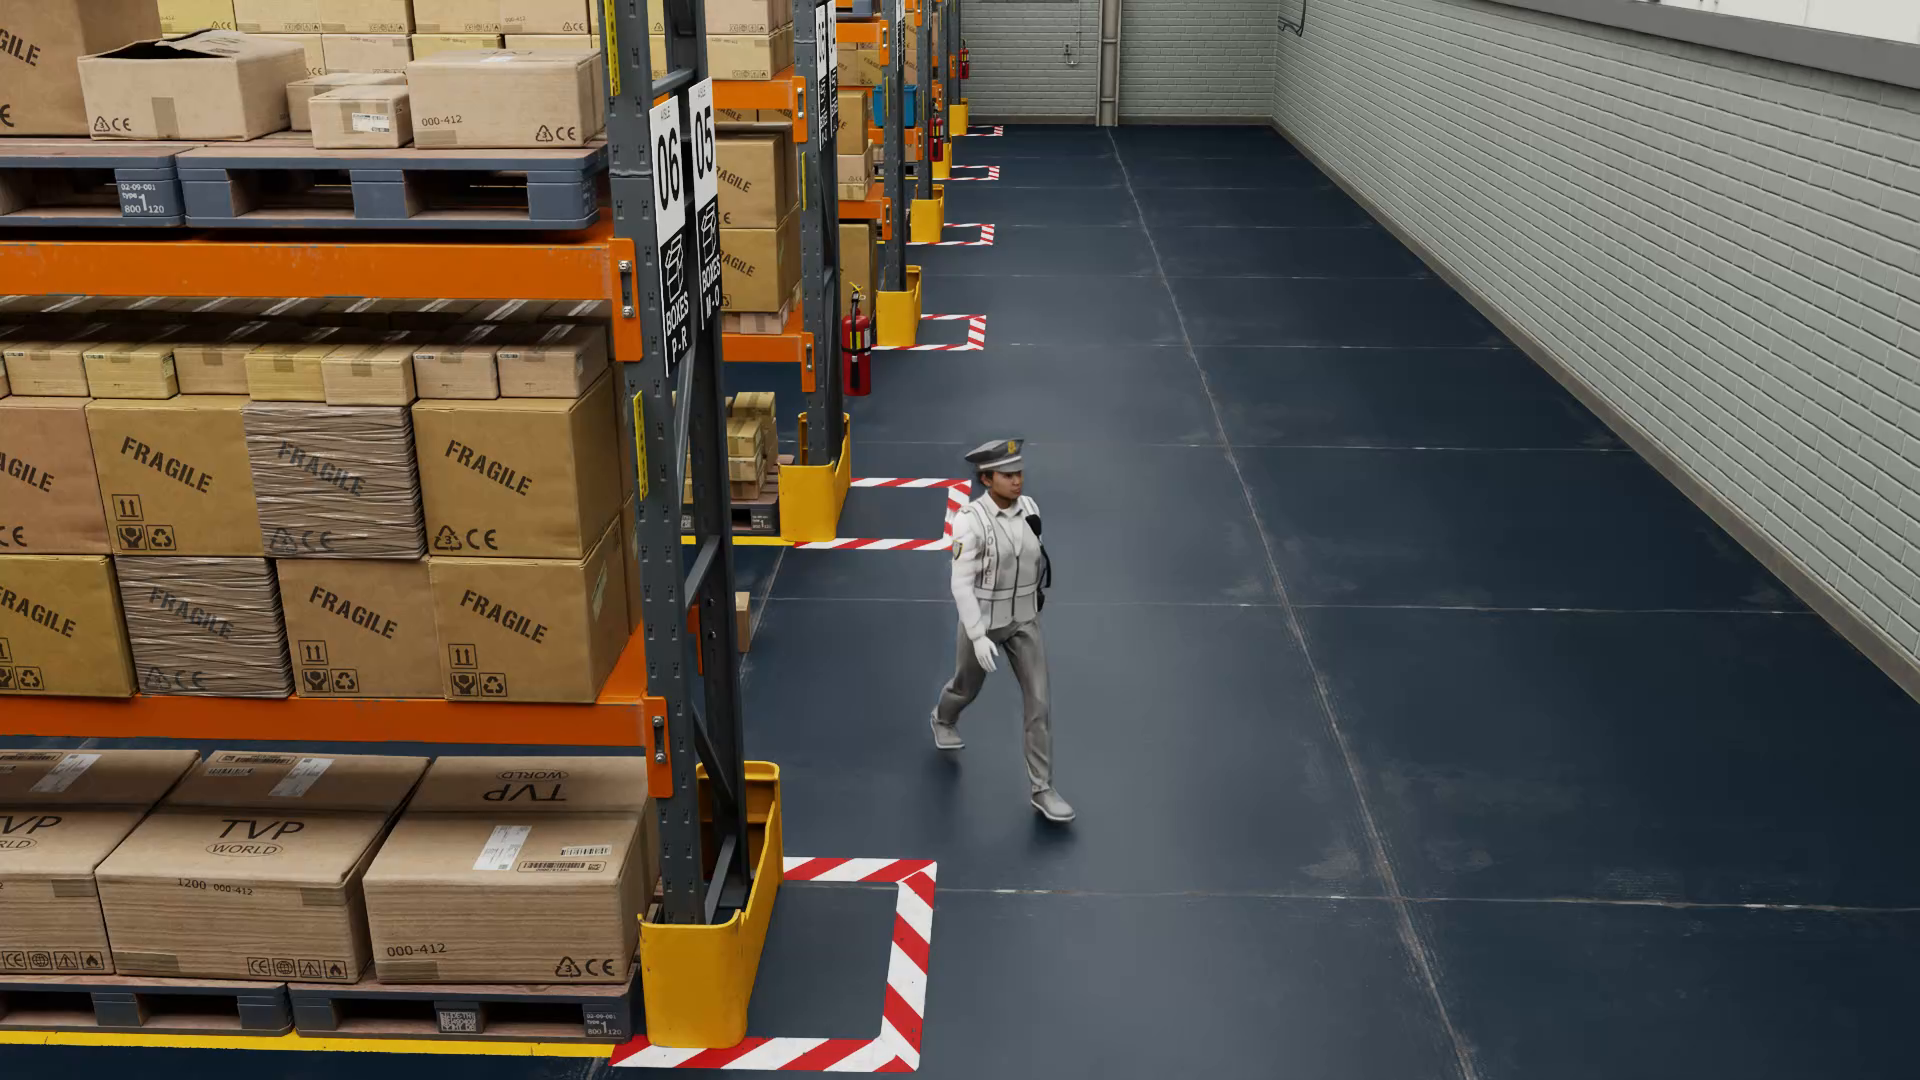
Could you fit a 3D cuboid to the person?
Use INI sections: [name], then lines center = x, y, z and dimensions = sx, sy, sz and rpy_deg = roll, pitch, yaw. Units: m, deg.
[person]
center = 0.167, 0.334, 7.236
dimensions = 0.484, 1.636, 1.017
rpy_deg = -10, 23, -25
